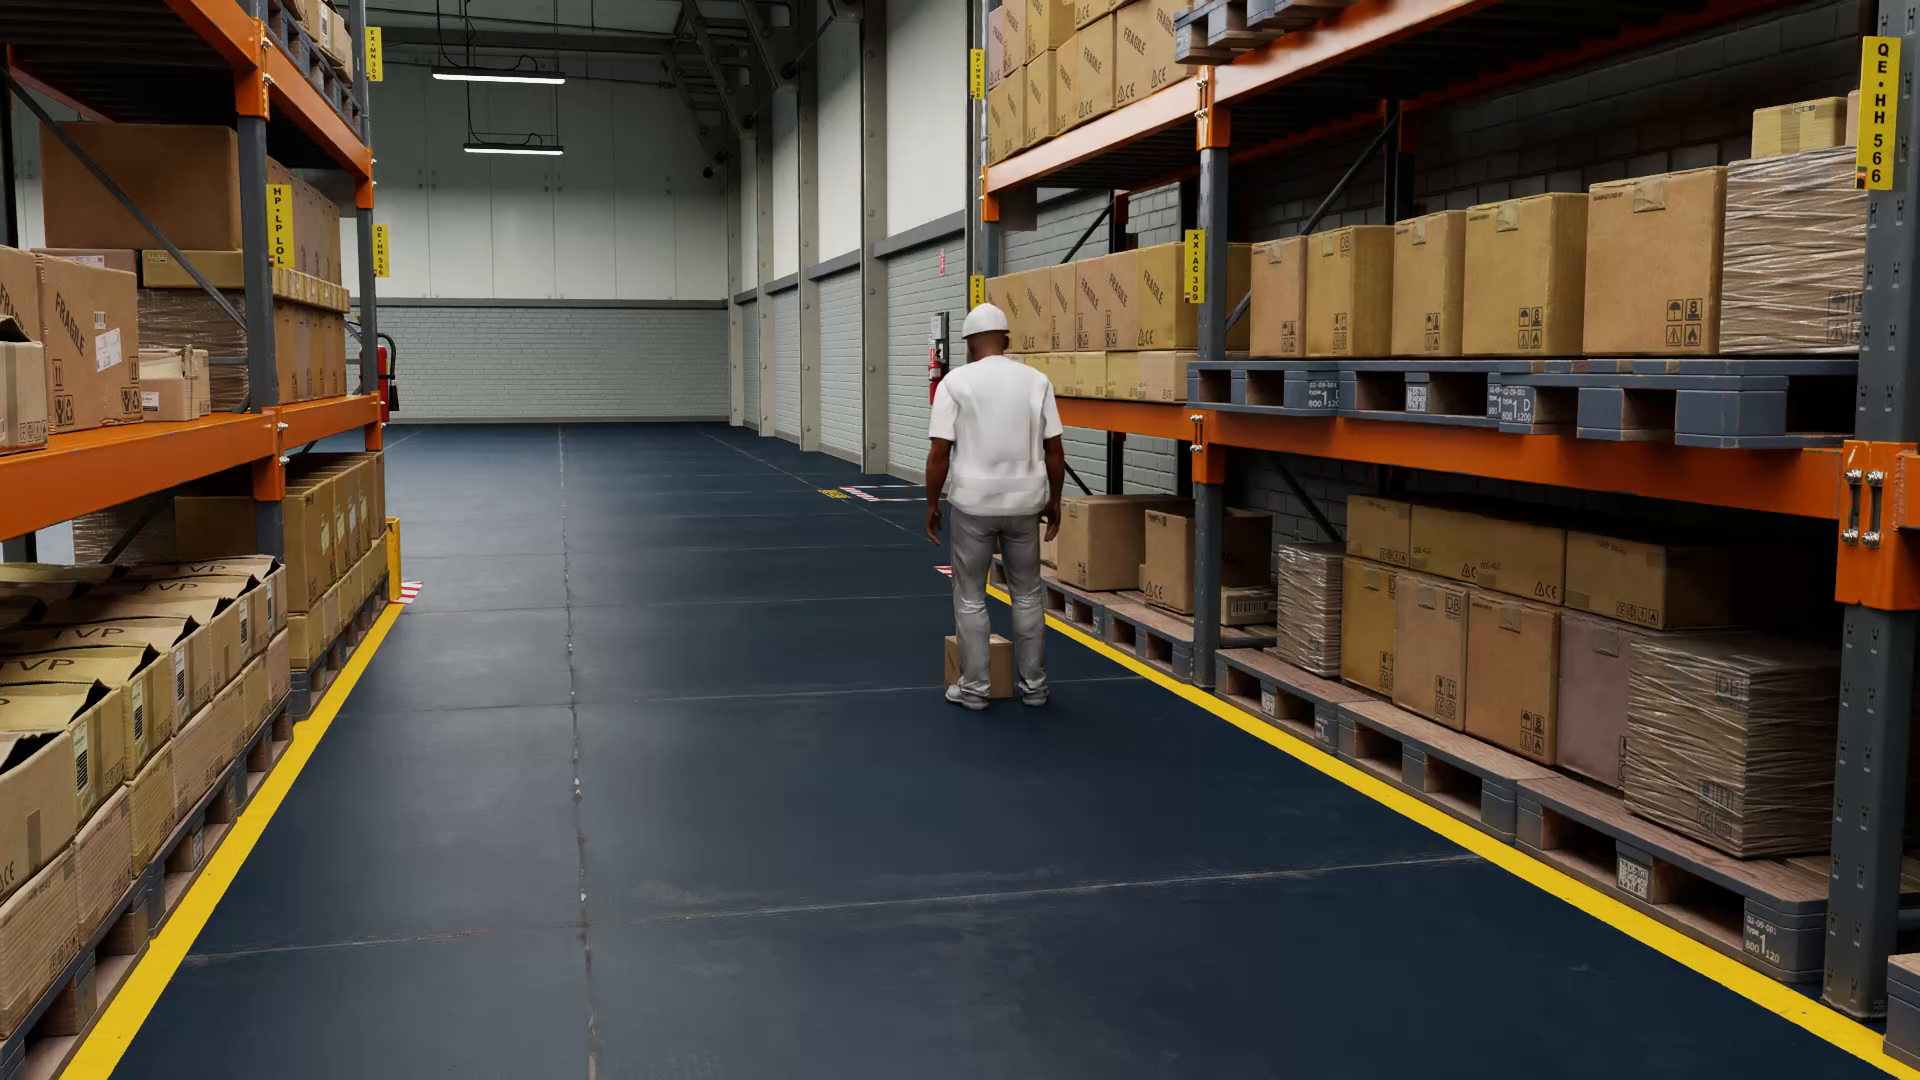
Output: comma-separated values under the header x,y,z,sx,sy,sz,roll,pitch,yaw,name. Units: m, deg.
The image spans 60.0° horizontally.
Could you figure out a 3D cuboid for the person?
x,y,z,sx,sy,sz,roll,pitch,yaw,name
0.149,-0.151,7.283,0.627,1.761,0.459,-2,6,-14,person
